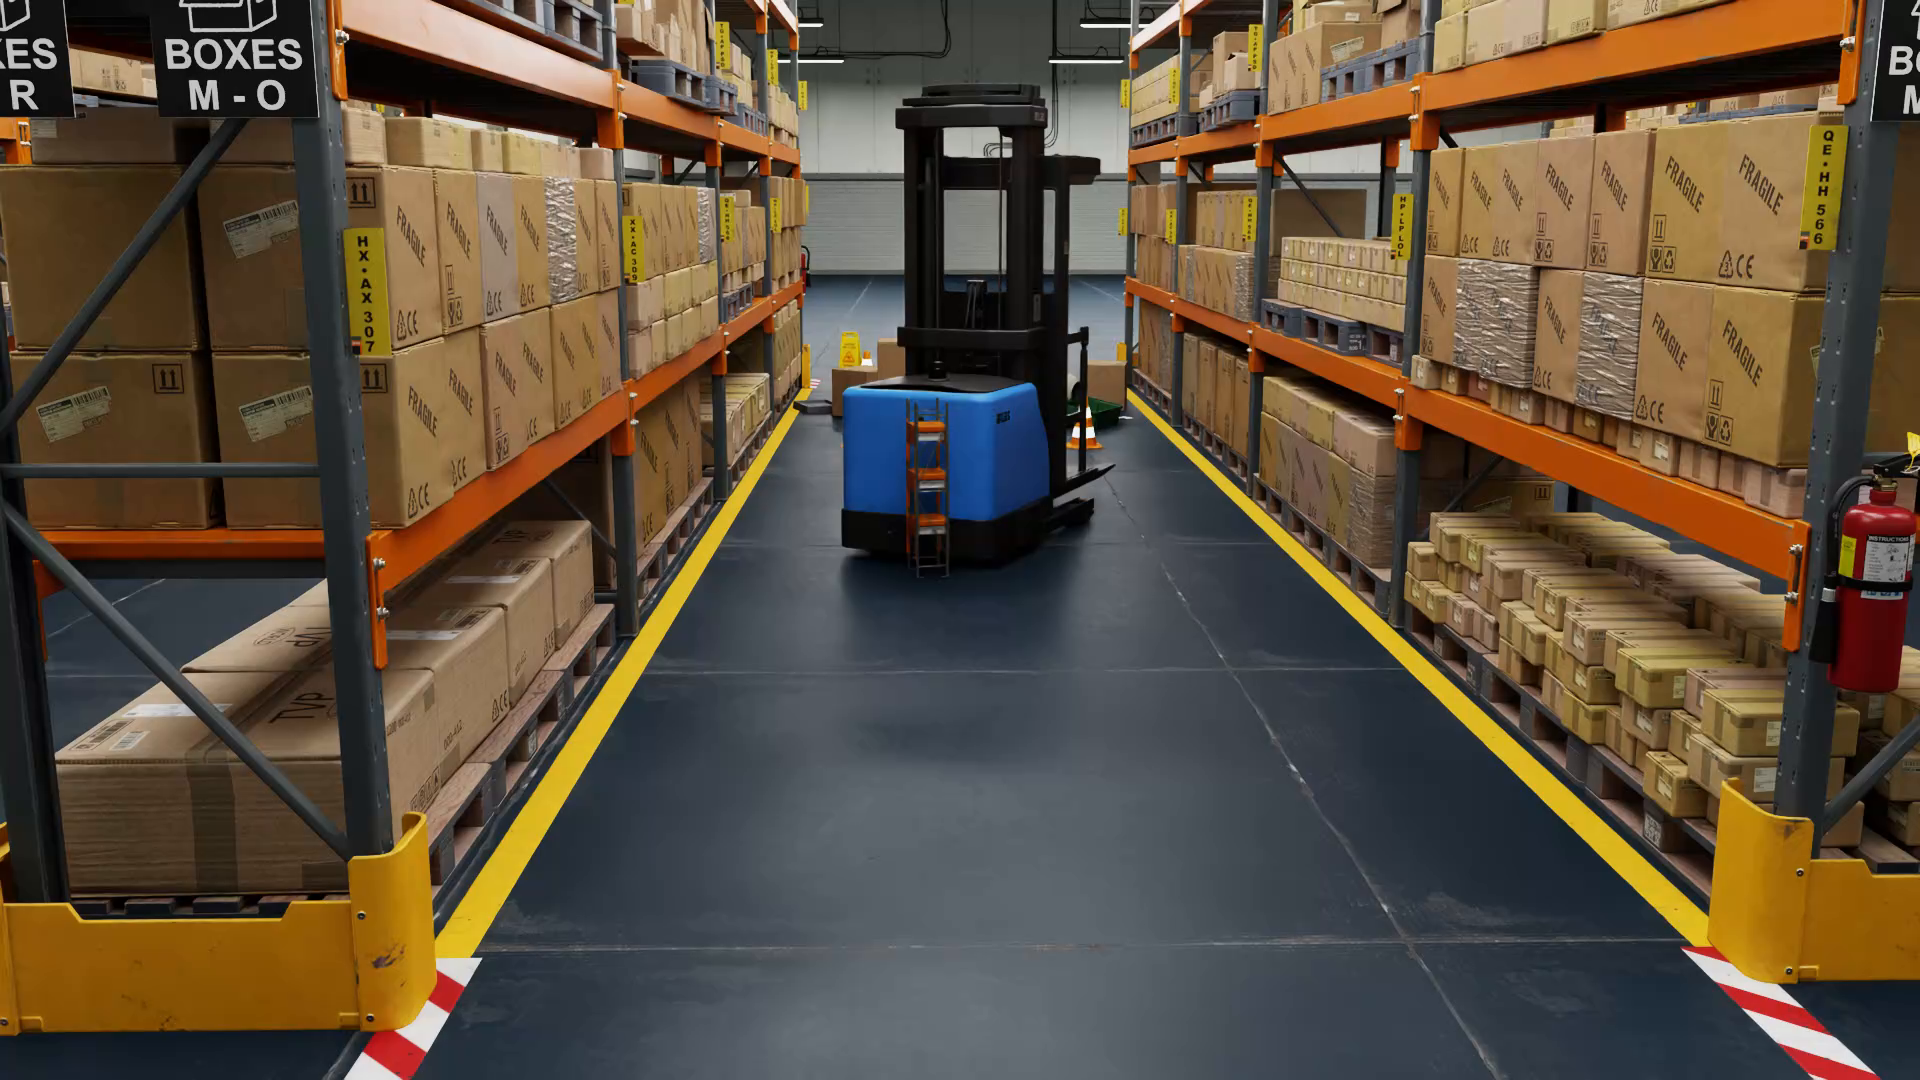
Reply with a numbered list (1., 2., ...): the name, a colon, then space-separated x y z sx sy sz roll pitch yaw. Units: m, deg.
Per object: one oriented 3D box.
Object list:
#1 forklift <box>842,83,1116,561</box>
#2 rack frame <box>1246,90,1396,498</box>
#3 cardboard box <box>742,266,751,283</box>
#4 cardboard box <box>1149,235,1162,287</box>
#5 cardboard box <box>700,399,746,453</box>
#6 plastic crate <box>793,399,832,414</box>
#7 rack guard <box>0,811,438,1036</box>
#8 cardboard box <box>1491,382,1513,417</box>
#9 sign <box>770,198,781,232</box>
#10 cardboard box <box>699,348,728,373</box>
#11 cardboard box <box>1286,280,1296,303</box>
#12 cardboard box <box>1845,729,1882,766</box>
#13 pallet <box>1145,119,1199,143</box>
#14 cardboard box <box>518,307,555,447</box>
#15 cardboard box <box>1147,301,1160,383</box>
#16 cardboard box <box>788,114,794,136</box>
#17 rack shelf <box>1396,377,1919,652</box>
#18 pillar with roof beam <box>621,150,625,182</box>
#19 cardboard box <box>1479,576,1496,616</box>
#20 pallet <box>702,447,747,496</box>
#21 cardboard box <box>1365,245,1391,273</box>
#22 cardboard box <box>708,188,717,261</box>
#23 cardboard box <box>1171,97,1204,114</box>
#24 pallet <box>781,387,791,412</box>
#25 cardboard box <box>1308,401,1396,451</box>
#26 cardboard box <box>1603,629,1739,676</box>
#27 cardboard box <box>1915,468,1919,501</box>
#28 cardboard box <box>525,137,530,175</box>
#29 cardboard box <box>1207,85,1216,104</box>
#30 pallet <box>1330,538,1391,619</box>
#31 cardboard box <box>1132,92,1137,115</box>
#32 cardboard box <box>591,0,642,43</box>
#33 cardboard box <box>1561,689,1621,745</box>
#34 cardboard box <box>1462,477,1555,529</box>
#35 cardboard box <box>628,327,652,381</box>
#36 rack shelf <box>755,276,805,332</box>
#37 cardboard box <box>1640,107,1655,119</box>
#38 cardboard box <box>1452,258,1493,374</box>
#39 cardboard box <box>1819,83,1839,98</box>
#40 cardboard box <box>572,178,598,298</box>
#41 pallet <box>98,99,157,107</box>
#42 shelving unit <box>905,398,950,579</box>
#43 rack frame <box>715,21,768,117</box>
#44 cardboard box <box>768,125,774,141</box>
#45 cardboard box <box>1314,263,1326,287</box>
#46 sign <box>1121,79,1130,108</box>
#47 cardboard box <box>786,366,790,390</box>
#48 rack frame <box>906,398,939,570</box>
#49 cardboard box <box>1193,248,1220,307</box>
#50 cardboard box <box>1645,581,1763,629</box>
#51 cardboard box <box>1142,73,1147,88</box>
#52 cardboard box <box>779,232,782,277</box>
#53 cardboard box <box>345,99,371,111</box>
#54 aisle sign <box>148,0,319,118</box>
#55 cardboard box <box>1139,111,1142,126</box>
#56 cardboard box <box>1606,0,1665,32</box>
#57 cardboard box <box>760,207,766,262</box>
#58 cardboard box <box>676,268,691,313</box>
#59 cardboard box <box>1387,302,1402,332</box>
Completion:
1. forklift: 0.298 -1.558 11.365 1.130 2.935 3.031 5 12 23
2. rack frame: 2.696 -1.807 12.420 1.000 3.000 0.127 0 11 -1
3. cardboard box: -2.040 -2.340 14.625 0.380 0.149 0.250 0 11 -1
4. cardboard box: 2.556 -3.071 18.273 0.875 0.550 0.500 0 11 -1
5. cardboard box: -2.275 -0.943 13.717 0.950 0.372 0.625 0 11 -2
6. plastic crate: -1.546 -1.446 17.986 0.402 0.080 0.583 -4 12 -21
7. rack guard: -2.085 1.054 4.607 1.175 0.500 0.348 0 11 -1
8. cardboard box: 2.535 -0.623 7.215 0.380 0.149 0.250 0 11 0
9. sign: -1.778 -3.132 16.040 0.100 0.325 0.005 0 11 -1
10. cardboard box: -2.614 -1.904 16.872 0.500 0.500 0.500 0 11 -2
11. cardboard box: 2.509 -1.746 11.698 0.380 0.149 0.250 0 11 2
12. cardboard box: 3.158 0.669 5.582 0.380 0.149 0.250 0 11 -1
13. pallet: 2.585 -4.433 18.044 1.003 0.211 1.213 0 11 -1
14. cardboard box: -1.866 -0.623 6.333 0.500 0.500 0.500 0 11 1
15. cardboard box: 2.631 -2.252 18.903 0.875 0.875 0.875 0 11 -2
16. cardboard box: -2.140 -4.698 18.758 0.500 0.250 0.500 0 11 -2
17. rack shelf: 2.820 -0.261 6.613 1.077 0.370 4.000 0 11 -1
18. pillar with roof beam: -4.457 -10.922 42.262 9.100 9.000 0.548 0 11 -1
19. cardboard box: 2.605 0.259 7.603 0.380 0.149 0.250 -1 11 -4
20. pallet: -2.265 -0.555 13.264 1.003 0.211 1.213 0 11 -1
21. cardboard box: 2.560 -1.622 9.588 0.380 0.149 0.250 0 11 -1
22. cardboard box: -1.978 -2.204 11.610 0.500 0.500 0.500 -1 11 -3
23. cardboard box: 2.287 -4.275 16.365 0.380 0.149 0.250 0 11 -1
24. pallet: -2.410 -1.571 18.273 1.003 0.211 1.213 0 11 -1
25. cardboard box: 2.489 -0.714 10.379 0.500 0.250 0.500 -1 11 -4
26. cardboard box: 2.575 0.426 6.031 0.380 0.149 0.250 -1 11 -3
27. cardboard box: 3.136 -0.210 5.179 0.380 0.149 0.250 0 11 1
28. cardboard box: -1.860 -1.465 6.338 0.380 0.149 0.250 0 11 -1
29. cardboard box: 2.383 -3.924 14.636 0.380 0.149 0.250 0 11 -1
30. pallet: 2.762 0.200 9.541 1.003 0.211 1.213 0 11 -1
31. cardboard box: 2.284 -5.097 19.416 0.500 0.250 0.500 0 11 -1
32. cardboard box: -1.828 -2.682 8.472 0.396 0.266 0.258 0 11 -2
33. cardboard box: 2.530 0.668 6.336 0.380 0.149 0.250 -1 11 -4
34. cardboard box: 3.029 -0.140 9.437 0.500 0.500 0.500 0 11 1
35. cardboard box: -1.913 -0.986 8.753 0.500 0.250 0.500 -1 11 -2
36. rack shelf: -2.374 -2.606 18.172 1.077 0.370 4.000 0 11 -1
37. cardboard box: 7.242 -4.415 17.108 0.380 0.149 0.250 -1 11 -3
38. cardboard box: 2.555 -1.009 7.486 0.500 0.500 0.500 0 11 -1
39. cardboard box: 7.381 -3.865 13.514 0.500 0.500 0.500 0 11 0
40. cardboard box: -1.880 -1.317 7.238 0.500 0.500 0.500 0 11 -2
41. pallet: -7.342 -3.479 13.596 1.003 0.211 1.213 0 11 1
42. shelving unit: -0.195 -0.313 9.959 0.215 1.050 0.252 -3 12 -14
43. rack frame: -2.333 -5.502 15.544 1.000 3.000 0.127 0 11 -1
44. cardboard box: -2.041 -4.024 16.435 0.380 0.149 0.250 0 11 -1
45. cardboard box: 2.532 -1.732 10.878 0.380 0.149 0.250 0 11 -1
46. sign: 1.976 -5.333 19.861 0.100 0.325 0.005 0 11 -1
47. cardboard box: -2.111 -1.750 17.998 0.500 0.250 0.500 0 11 -2
48. rack frame: -0.224 -0.336 10.075 0.200 1.050 0.008 -3 12 -14
49. cardboard box: 2.375 -2.345 14.824 0.500 0.500 0.500 0 11 -1
50. cardboard box: 3.043 0.267 6.818 0.380 0.149 0.250 0 11 -1
51. cardboard box: 2.240 -5.120 18.525 0.380 0.149 0.250 0 11 -2
52. cardboard box: -2.097 -2.945 17.029 0.500 0.500 0.500 0 11 -1
53. cardboard box: -7.125 -5.022 19.167 0.500 0.500 0.500 0 11 1
54. aisle sign: -1.794 -1.437 4.059 0.394 0.787 0.004 0 11 -1
55. cardboard box: 2.234 -4.778 18.848 0.380 0.149 0.250 0 11 -1
56. cardboard box: 2.573 -1.902 5.725 0.500 0.250 0.500 0 11 1
57. cardboard box: -2.094 -2.871 15.611 0.500 0.500 0.500 0 11 -2
58. cardboard box: -1.930 -1.536 10.205 0.500 0.250 0.500 -1 11 -3
59. cardboard box: 2.567 -1.224 9.124 0.380 0.149 0.250 0 11 -1
